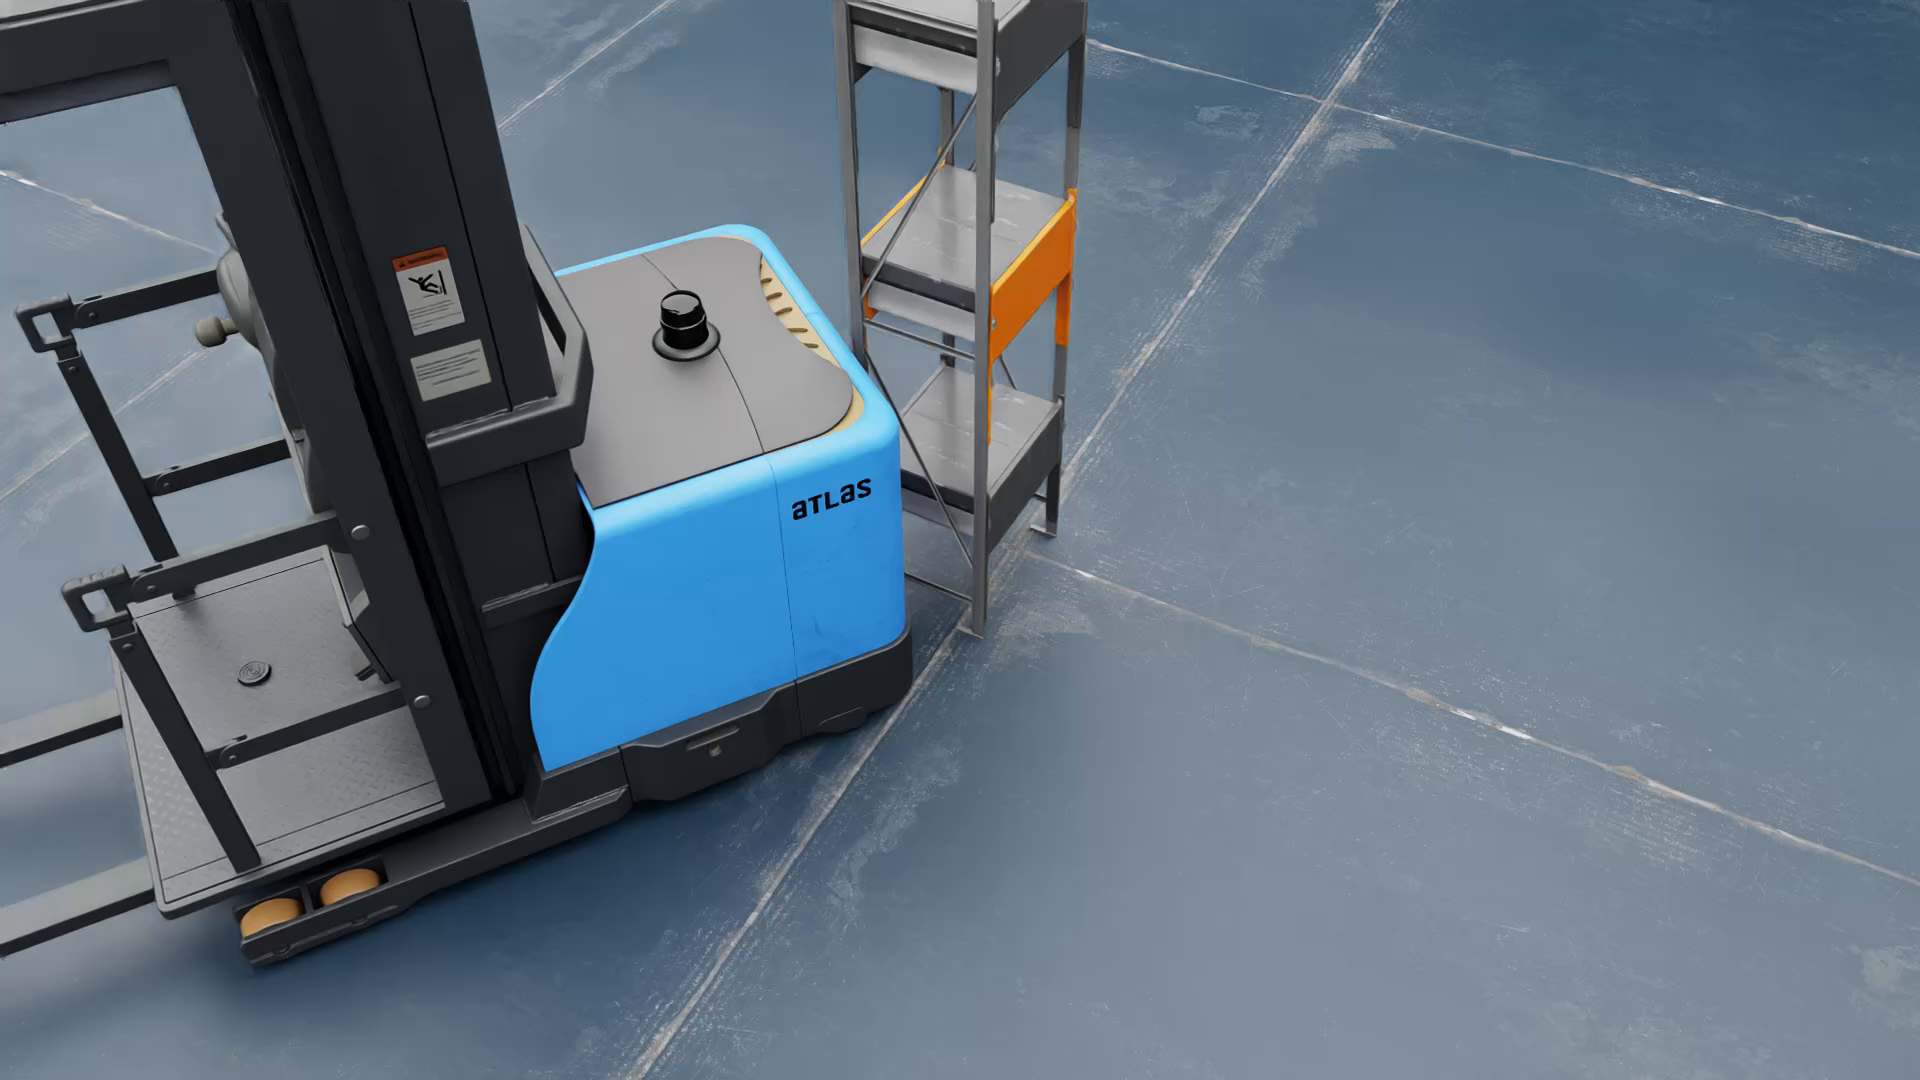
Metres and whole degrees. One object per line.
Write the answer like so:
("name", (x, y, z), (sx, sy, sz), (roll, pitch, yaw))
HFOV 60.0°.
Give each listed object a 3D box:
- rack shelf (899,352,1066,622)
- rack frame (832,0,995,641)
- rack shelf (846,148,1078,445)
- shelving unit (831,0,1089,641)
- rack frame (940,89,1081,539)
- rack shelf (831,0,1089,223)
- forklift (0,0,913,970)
("rack shelf", (0.011, -0.160, 4.935), (0.431, 0.518, 0.480), (21, 49, 20))
("rack frame", (-0.105, -0.509, 4.277), (0.400, 2.100, 0.015), (21, 49, 20))
("rack shelf", (0.011, -0.652, 4.437), (0.431, 0.518, 0.480), (21, 49, 20))
("shelving unit", (0.011, -0.662, 4.428), (0.431, 2.100, 0.503), (21, 49, 20))
("rack frame", (0.128, -0.814, 4.579), (0.400, 2.100, 0.015), (21, 49, 20))
("rack shelf", (0.011, -1.144, 3.940), (0.431, 0.518, 0.480), (21, 49, 20))
("forklift", (-1.688, -0.401, 3.586), (3.031, 2.935, 1.130), (-20, 49, -18))
